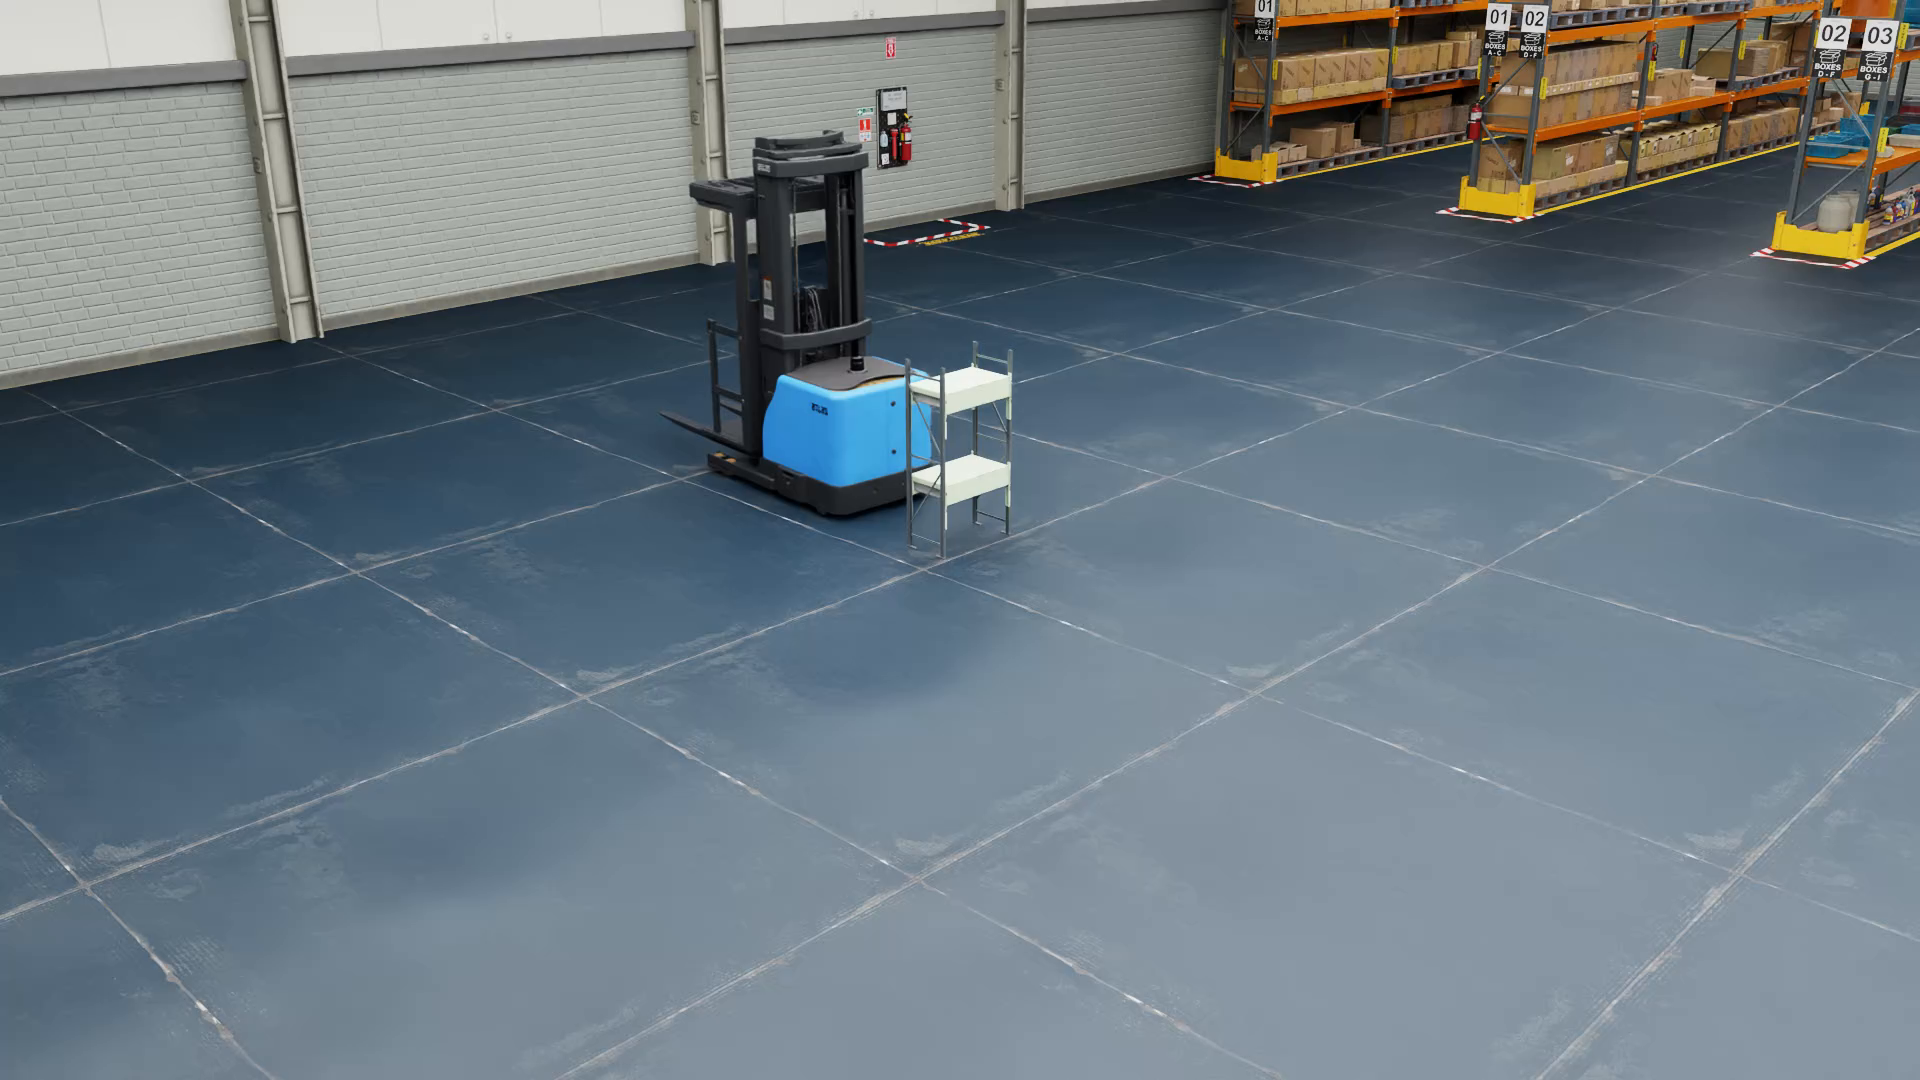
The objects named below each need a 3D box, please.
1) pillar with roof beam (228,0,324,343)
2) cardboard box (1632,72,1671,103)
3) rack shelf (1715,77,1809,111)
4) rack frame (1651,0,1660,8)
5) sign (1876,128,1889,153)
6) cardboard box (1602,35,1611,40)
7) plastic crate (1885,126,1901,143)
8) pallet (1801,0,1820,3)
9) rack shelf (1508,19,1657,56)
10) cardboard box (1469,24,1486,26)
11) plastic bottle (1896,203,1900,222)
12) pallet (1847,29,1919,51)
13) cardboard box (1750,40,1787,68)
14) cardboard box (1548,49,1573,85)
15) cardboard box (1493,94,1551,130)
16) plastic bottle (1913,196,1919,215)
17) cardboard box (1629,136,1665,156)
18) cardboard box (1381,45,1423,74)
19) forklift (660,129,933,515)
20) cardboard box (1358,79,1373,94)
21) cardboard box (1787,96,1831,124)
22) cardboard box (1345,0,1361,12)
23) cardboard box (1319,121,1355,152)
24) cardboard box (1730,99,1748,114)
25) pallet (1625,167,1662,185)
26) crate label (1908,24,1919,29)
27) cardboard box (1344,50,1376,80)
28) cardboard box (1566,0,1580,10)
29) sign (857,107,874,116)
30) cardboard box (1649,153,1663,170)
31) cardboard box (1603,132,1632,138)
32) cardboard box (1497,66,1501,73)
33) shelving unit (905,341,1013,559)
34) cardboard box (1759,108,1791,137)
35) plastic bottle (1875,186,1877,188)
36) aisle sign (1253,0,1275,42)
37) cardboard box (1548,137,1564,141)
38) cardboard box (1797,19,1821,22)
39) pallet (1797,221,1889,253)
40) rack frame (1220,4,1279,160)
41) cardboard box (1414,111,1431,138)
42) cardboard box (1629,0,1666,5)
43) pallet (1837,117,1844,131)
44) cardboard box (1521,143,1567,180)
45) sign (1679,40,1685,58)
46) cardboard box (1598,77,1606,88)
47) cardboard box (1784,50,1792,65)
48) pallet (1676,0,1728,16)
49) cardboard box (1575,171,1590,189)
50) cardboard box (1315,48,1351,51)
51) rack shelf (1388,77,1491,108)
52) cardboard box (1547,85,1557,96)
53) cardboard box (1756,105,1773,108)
[{"bbox_3d":[-4.484,-5.448,14.705,9.100,9.000,0.400,19,28,41],"label":"pillar with roof beam"},{"bbox_3d":[12.377,-8.120,29.881,0.500,0.500,0.500,-18,27,-38],"label":"cardboard box"},{"bbox_3d":[15.647,-8.951,33.185,1.077,0.370,4.000,19,28,41],"label":"rack shelf"},{"bbox_3d":[11.462,-10.545,27.967,1.000,3.000,0.127,19,28,41],"label":"rack frame"},{"bbox_3d":[12.609,-5.466,22.729,0.100,0.325,0.005,19,28,41],"label":"sign"},{"bbox_3d":[14.394,-11.502,38.400,0.980,0.700,0.700,18,28,39],"label":"cardboard box"},{"bbox_3d":[13.859,-6.127,25.129,0.450,0.188,0.662,19,28,41],"label":"plastic crate"},{"bbox_3d":[16.537,-10.964,33.499,1.213,0.211,1.003,19,28,41],"label":"pallet"},{"bbox_3d":[10.066,-8.295,27.297,1.077,0.370,4.000,19,28,41],"label":"rack shelf"},{"bbox_3d":[11.195,-10.870,35.548,0.500,0.250,0.500,18,27,39],"label":"cardboard box"},{"bbox_3d":[13.945,-4.884,24.790,0.097,0.271,0.097,0,21,0],"label":"plastic bottle"},{"bbox_3d":[12.865,-6.976,23.126,1.003,0.211,1.213,19,28,41],"label":"pallet"},{"bbox_3d":[16.552,-9.978,34.129,0.700,0.500,0.500,9,23,23],"label":"cardboard box"},{"bbox_3d":[9.406,-7.636,26.812,0.700,0.500,0.500,18,28,39],"label":"cardboard box"},{"bbox_3d":[9.006,-6.880,26.654,0.700,0.500,0.500,19,28,41],"label":"cardboard box"},{"bbox_3d":[14.548,-5.102,25.341,0.133,0.283,0.061,-18,27,-39],"label":"plastic bottle"},{"bbox_3d":[12.281,-7.090,29.806,0.500,0.311,0.500,19,28,40],"label":"cardboard box"},{"bbox_3d":[8.684,-9.500,32.857,0.500,0.500,0.700,-17,27,-37],"label":"cardboard box"},{"bbox_3d":[-1.569,-2.018,14.241,1.130,2.935,3.031,-17,27,-38],"label":"forklift"},{"bbox_3d":[7.443,-8.599,31.448,0.500,0.250,0.500,19,28,41],"label":"cardboard box"},{"bbox_3d":[18.349,-9.326,36.022,0.797,0.503,0.637,19,28,41],"label":"cardboard box"},{"bbox_3d":[7.013,-9.969,30.483,0.500,0.500,0.500,18,27,39],"label":"cardboard box"},{"bbox_3d":[7.214,-7.745,31.916,0.500,0.500,0.500,17,27,37],"label":"cardboard box"},{"bbox_3d":[15.483,-8.740,33.459,0.500,0.250,0.500,19,28,40],"label":"cardboard box"},{"bbox_3d":[11.948,-6.642,30.062,1.003,0.211,1.213,19,28,41],"label":"pallet"},{"bbox_3d":[13.760,-7.205,23.665,0.502,0.251,0.408,19,28,41],"label":"crate label"},{"bbox_3d":[7.458,-8.944,31.300,0.500,0.500,0.500,19,28,40],"label":"cardboard box"},{"bbox_3d":[9.618,-8.519,26.447,0.380,0.149,0.250,19,28,41],"label":"cardboard box"},{"bbox_3d":[-1.399,-6.330,24.575,0.001,0.109,0.331,19,28,41],"label":"sign"},{"bbox_3d":[12.278,-6.830,29.911,0.500,0.250,0.500,-19,28,-41],"label":"cardboard box"},{"bbox_3d":[11.897,-7.230,30.170,0.500,0.311,0.500,-19,28,-41],"label":"cardboard box"},{"bbox_3d":[11.278,-9.993,35.215,0.250,0.149,0.380,-20,29,-41],"label":"cardboard box"},{"bbox_3d":[-0.005,-0.698,12.801,0.431,1.500,0.755,19,28,41],"label":"shelving unit"},{"bbox_3d":[16.553,-8.516,33.921,0.500,0.500,0.500,19,28,41],"label":"cardboard box"},{"bbox_3d":[14.472,-5.464,26.298,0.097,0.271,0.097,0,21,0],"label":"plastic bottle"},{"bbox_3d":[5.284,-9.075,28.881,0.394,0.787,0.004,19,28,41],"label":"aisle sign"},{"bbox_3d":[9.869,-6.580,28.216,0.500,0.500,0.500,19,28,41],"label":"cardboard box"},{"bbox_3d":[18.269,-10.900,35.720,0.500,0.500,0.500,19,28,40],"label":"cardboard box"},{"bbox_3d":[12.808,-4.413,24.262,1.003,0.211,1.213,19,28,41],"label":"pallet"},{"bbox_3d":[5.119,-7.955,29.591,1.000,3.000,0.127,19,28,41],"label":"rack frame"},{"bbox_3d":[9.121,-8.482,33.832,0.700,0.500,0.500,20,28,41],"label":"cardboard box"},{"bbox_3d":[11.898,-9.427,28.863,0.500,0.250,0.500,-17,27,-37],"label":"cardboard box"},{"bbox_3d":[19.224,-9.303,36.984,1.003,0.211,1.213,19,28,41],"label":"pallet"},{"bbox_3d":[9.552,-6.190,27.201,0.500,0.500,0.500,19,28,41],"label":"cardboard box"},{"bbox_3d":[13.857,-9.410,31.872,0.100,0.325,0.005,19,28,41],"label":"sign"},{"bbox_3d":[10.539,-7.645,27.739,0.250,0.149,0.380,-19,28,-41],"label":"cardboard box"},{"bbox_3d":[17.207,-10.041,34.877,0.500,0.500,0.500,-20,28,-41],"label":"cardboard box"},{"bbox_3d":[13.065,-9.600,29.952,1.213,0.211,1.003,-19,28,-40],"label":"pallet"},{"bbox_3d":[10.252,-6.096,28.002,0.500,0.250,0.500,19,28,41],"label":"cardboard box"},{"bbox_3d":[7.069,-9.072,31.633,0.500,0.500,0.500,19,28,40],"label":"cardboard box"},{"bbox_3d":[9.305,-9.162,33.733,1.077,0.370,4.000,19,28,41],"label":"rack shelf"},{"bbox_3d":[9.282,-7.181,26.534,0.380,0.149,0.250,18,28,39],"label":"cardboard box"},{"bbox_3d":[16.530,-8.776,34.598,0.500,0.500,0.500,18,27,38],"label":"cardboard box"}]
